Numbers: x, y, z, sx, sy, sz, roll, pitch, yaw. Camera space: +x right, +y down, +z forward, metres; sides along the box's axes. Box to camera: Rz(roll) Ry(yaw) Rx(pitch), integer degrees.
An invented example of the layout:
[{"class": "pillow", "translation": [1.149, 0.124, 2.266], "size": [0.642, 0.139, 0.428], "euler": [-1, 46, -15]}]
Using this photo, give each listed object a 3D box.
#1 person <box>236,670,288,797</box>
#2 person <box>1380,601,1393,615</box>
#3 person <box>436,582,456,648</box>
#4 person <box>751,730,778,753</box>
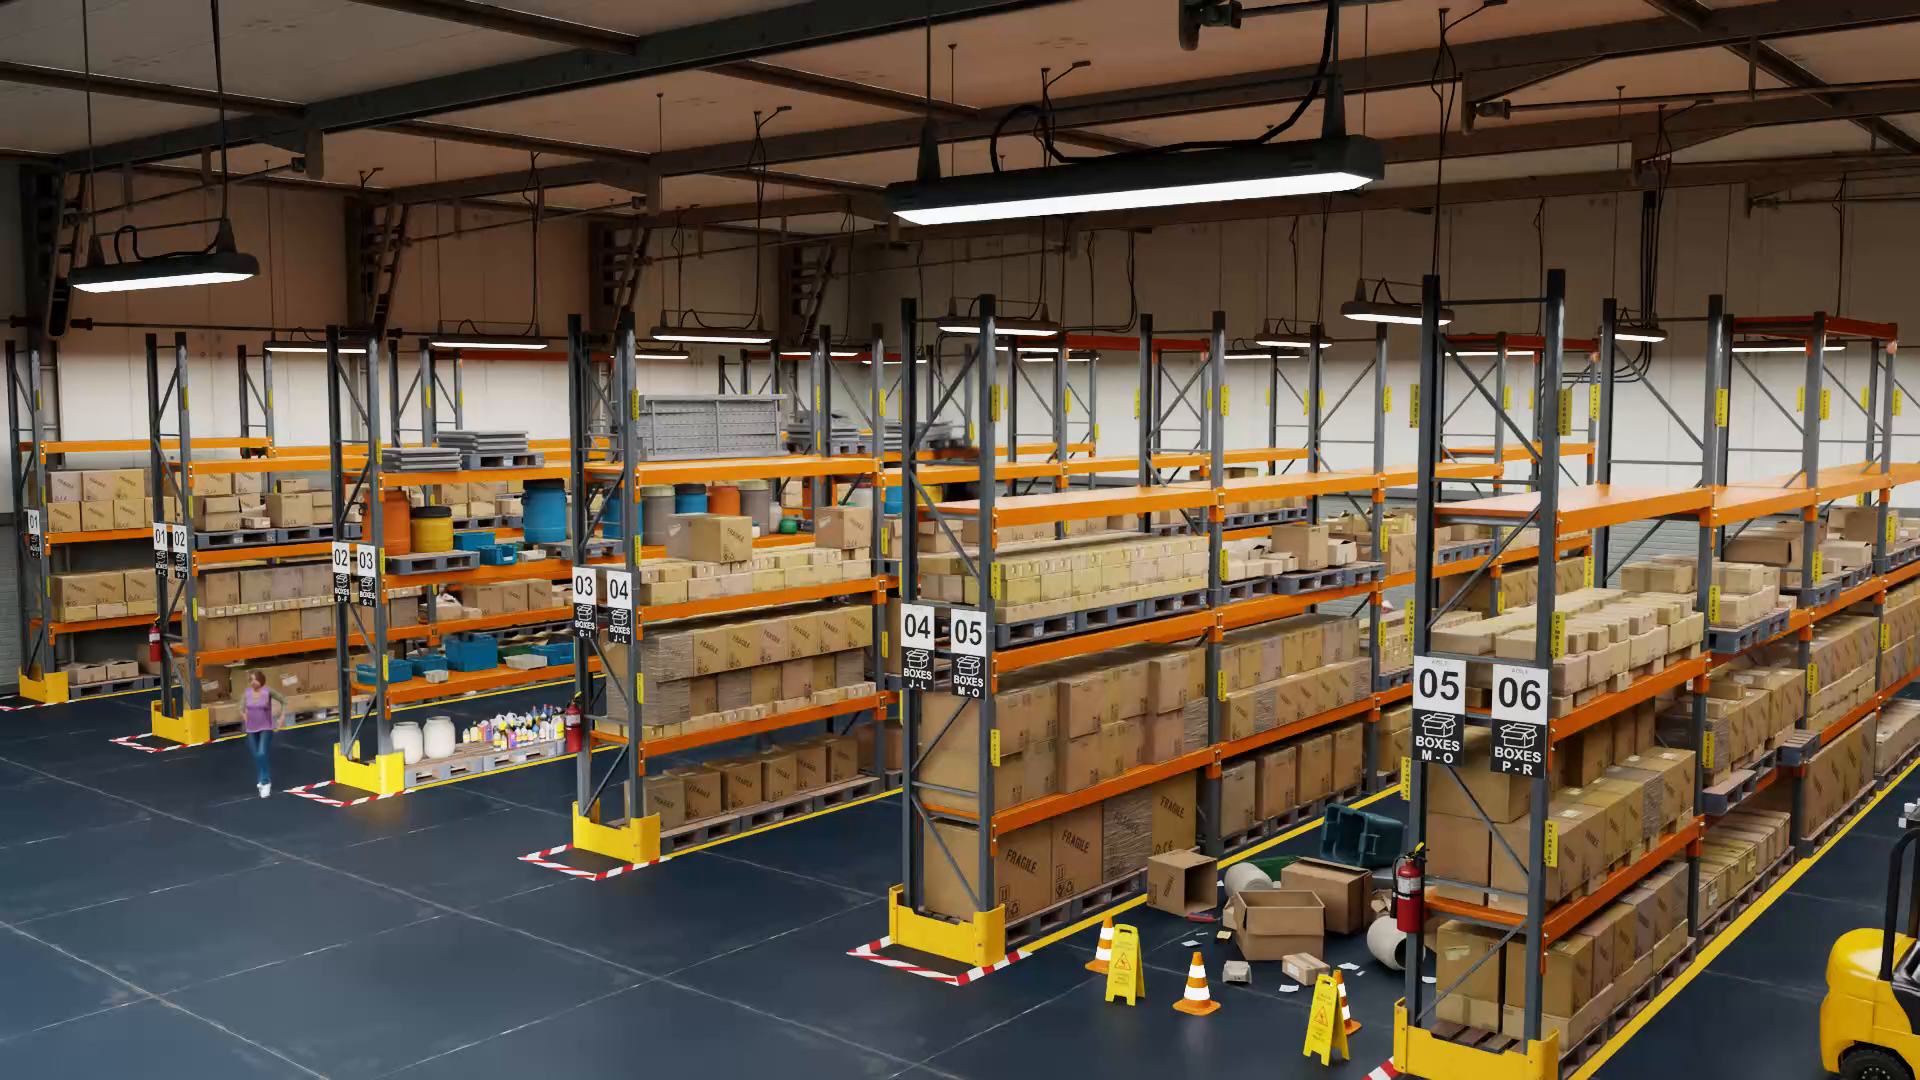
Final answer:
[{"class": "person", "translation": [-8.931, 2.484, 21.254], "size": [0.559, 1.639, 0.698], "euler": [0, 5, -1]}, {"class": "person", "translation": [6.878, 1.869, 26.681], "size": [0.672, 1.811, 0.989], "euler": [5, 7, 43]}, {"class": "person", "translation": [-9.647, 1.563, 30.903], "size": [0.589, 1.653, 0.538], "euler": [2, 5, 21]}, {"class": "person", "translation": [-2.716, 2.243, 22.604], "size": [0.640, 1.796, 0.890], "euler": [4, 7, 38]}]
